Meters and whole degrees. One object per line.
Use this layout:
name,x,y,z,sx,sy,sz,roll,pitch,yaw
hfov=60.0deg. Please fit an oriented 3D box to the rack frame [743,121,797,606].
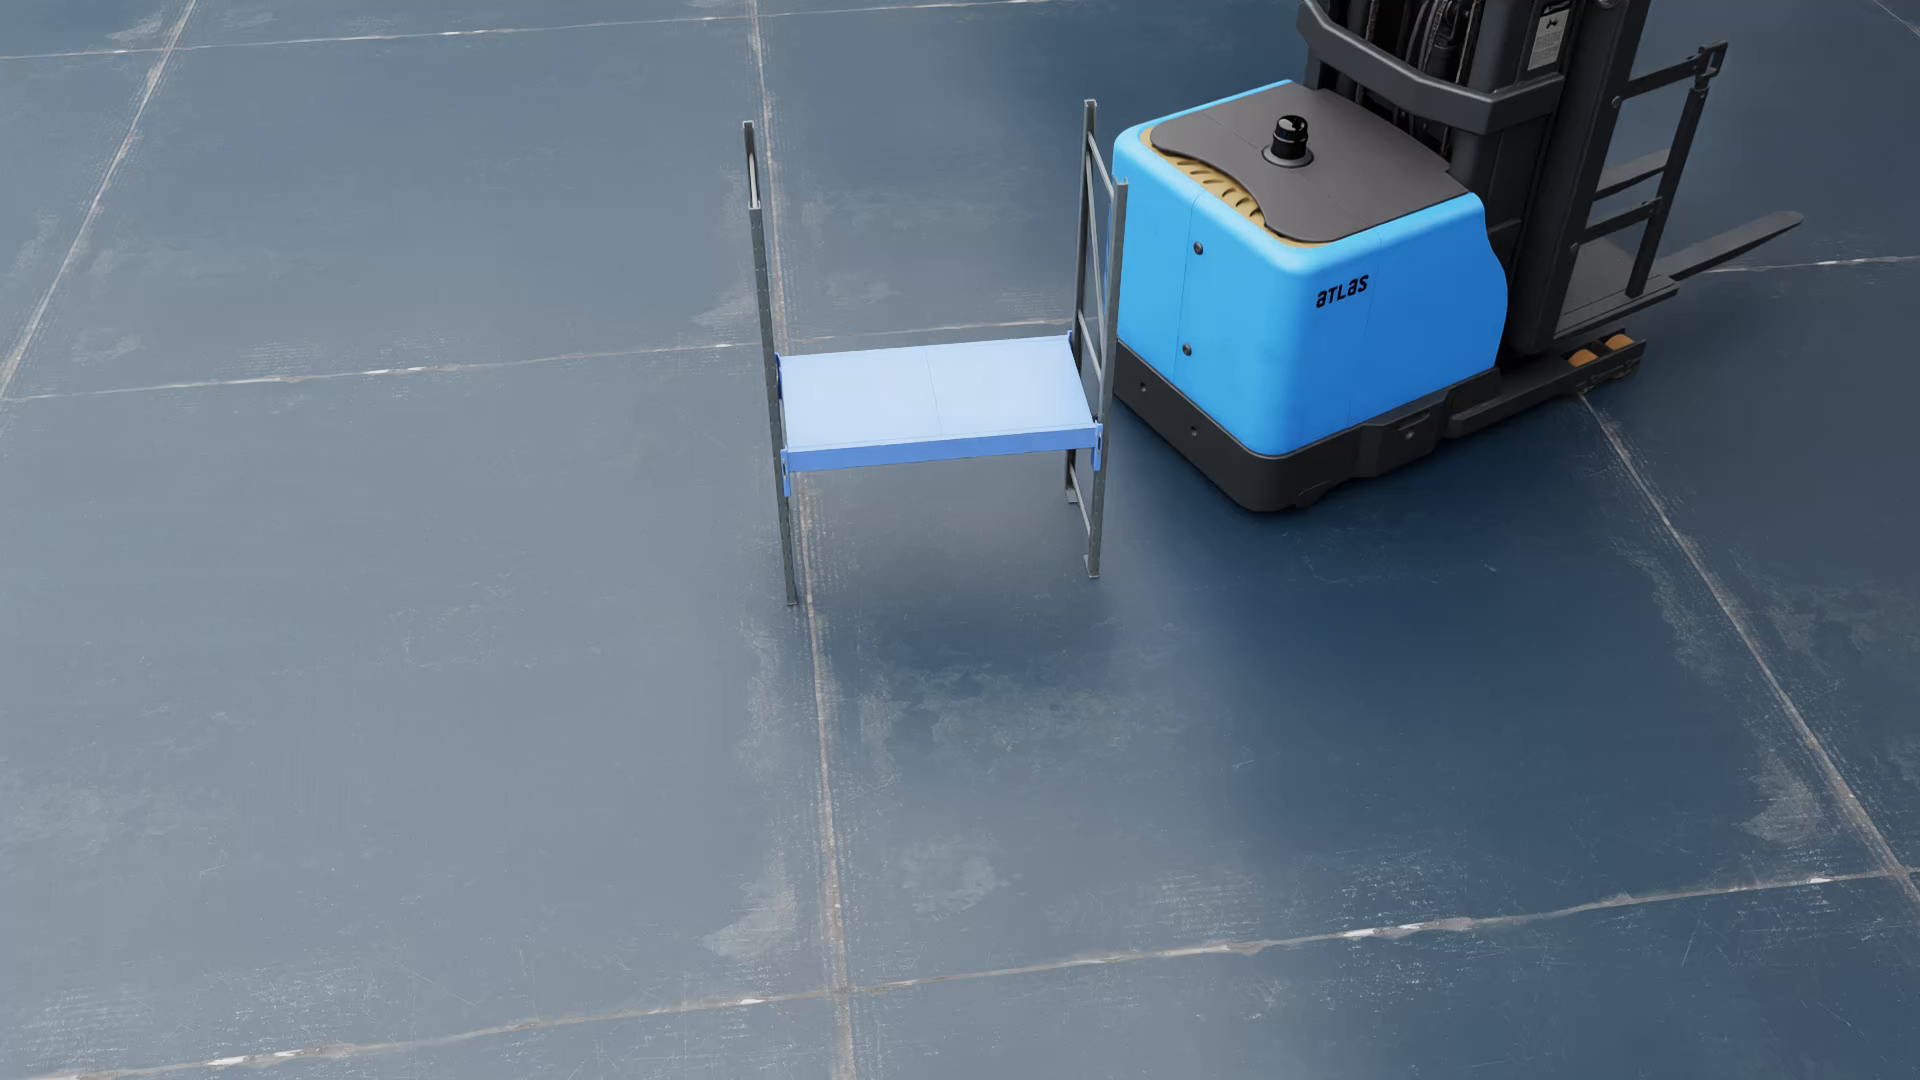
rack frame,-0.589,-0.505,5.190,0.032,1.500,0.500,-5,42,-6

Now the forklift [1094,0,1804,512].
forklift,2.041,-1.930,5.702,3.031,2.935,1.130,-22,47,-23

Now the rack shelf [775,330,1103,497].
rack shelf,-0.085,-0.416,5.360,1.000,0.185,0.538,-5,42,-6

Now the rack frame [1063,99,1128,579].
rack frame,0.419,-0.594,5.288,0.032,1.500,0.500,-5,42,-6

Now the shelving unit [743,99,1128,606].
shelving unit,-0.085,-0.549,5.239,1.048,1.500,0.538,-5,42,-6
